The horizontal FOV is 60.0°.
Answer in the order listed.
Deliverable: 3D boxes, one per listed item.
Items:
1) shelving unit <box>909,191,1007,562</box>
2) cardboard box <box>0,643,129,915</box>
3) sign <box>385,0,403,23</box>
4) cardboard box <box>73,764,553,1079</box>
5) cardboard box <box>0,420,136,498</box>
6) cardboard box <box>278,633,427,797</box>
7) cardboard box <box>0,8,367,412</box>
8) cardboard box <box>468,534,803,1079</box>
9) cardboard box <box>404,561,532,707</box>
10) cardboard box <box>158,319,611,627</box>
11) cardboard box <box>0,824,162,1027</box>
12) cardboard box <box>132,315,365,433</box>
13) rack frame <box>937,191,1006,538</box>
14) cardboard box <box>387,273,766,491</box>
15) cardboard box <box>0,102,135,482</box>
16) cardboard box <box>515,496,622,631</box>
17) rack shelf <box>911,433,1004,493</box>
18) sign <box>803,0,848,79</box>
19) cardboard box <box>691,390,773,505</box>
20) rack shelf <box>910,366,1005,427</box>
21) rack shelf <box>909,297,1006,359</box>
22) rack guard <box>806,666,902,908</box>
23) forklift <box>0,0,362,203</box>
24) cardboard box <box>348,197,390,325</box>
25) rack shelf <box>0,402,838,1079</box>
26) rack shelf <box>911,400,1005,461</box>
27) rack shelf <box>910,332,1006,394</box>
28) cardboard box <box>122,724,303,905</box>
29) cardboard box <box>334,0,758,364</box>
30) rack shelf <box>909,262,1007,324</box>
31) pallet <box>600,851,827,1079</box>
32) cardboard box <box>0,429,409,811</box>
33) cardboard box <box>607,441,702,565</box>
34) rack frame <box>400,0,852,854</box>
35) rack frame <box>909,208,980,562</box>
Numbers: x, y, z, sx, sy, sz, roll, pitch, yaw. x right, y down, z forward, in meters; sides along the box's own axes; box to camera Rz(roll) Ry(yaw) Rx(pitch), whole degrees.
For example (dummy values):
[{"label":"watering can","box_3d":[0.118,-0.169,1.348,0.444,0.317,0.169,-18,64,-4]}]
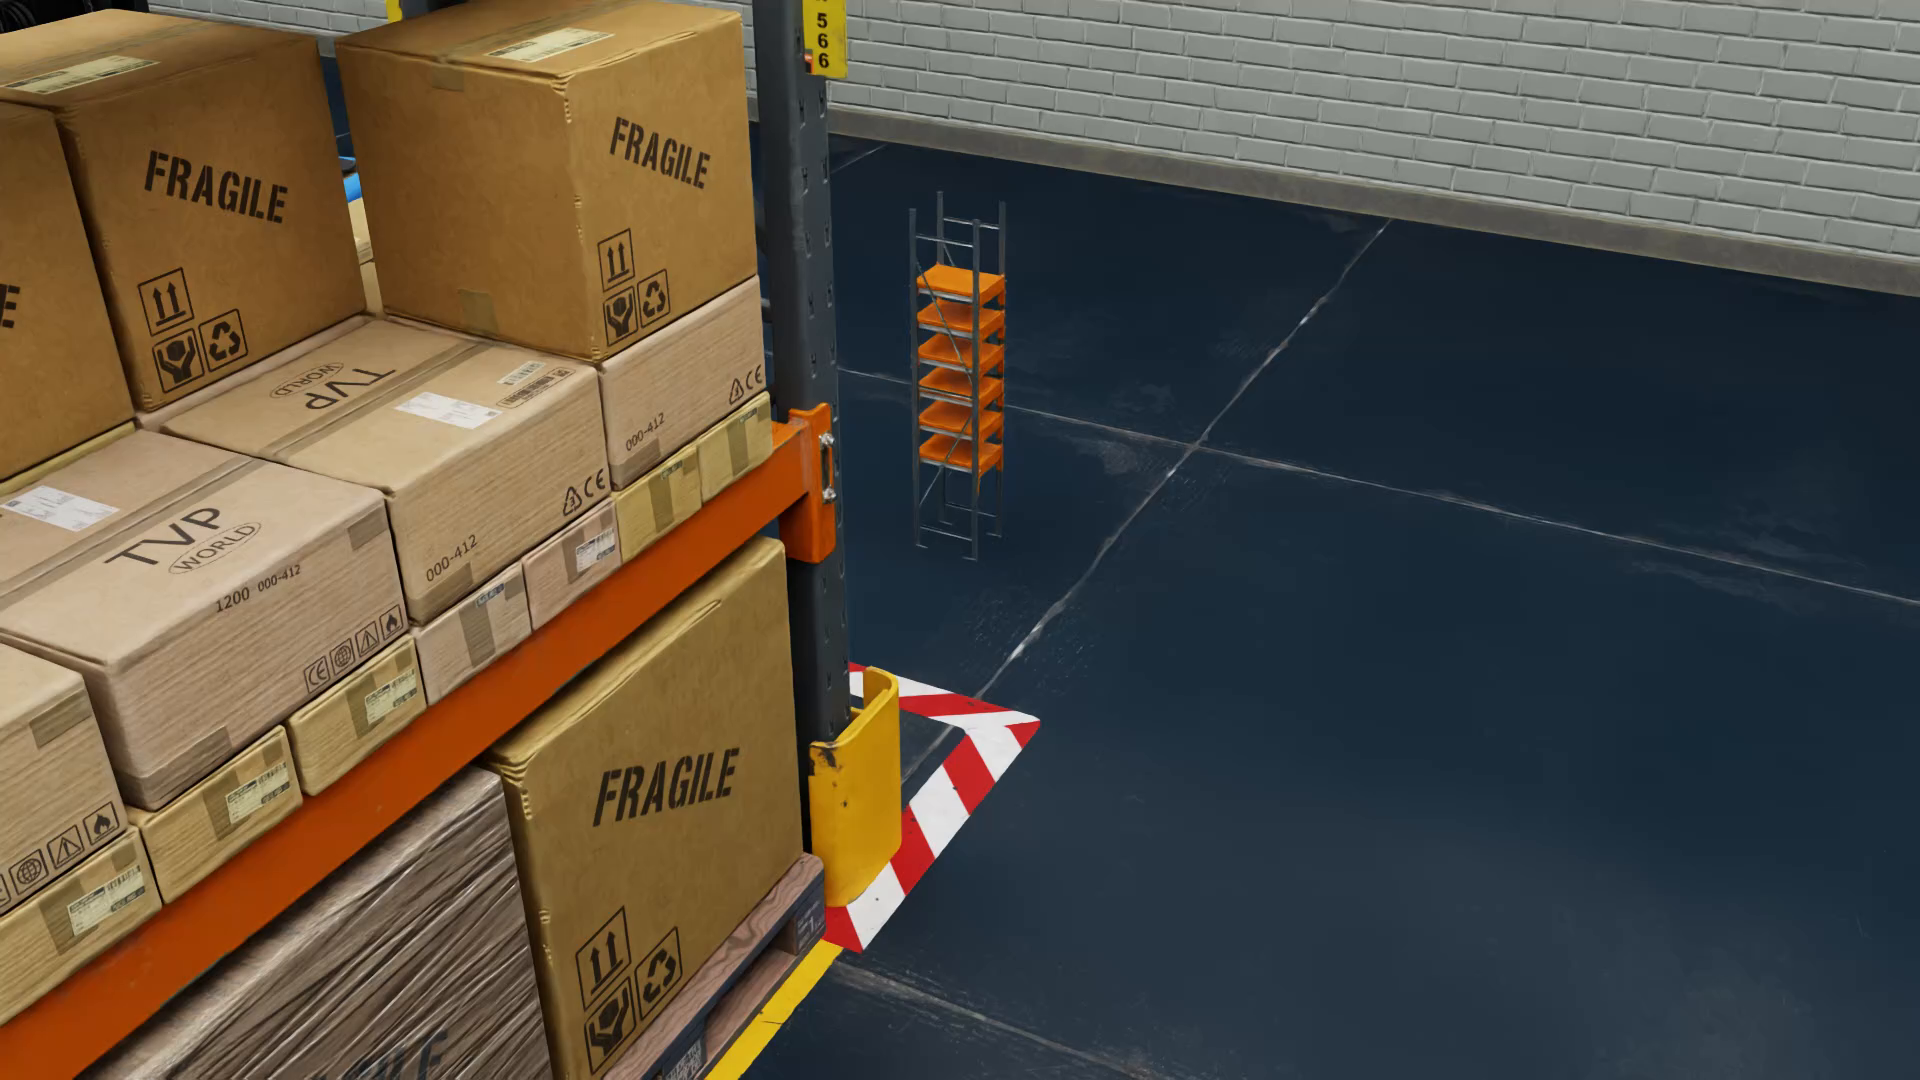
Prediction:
[{"label":"shelving unit","box_3d":[-0.007,-0.514,5.440,0.258,1.200,0.189,14,33,23]},{"label":"cardboard box","box_3d":[-1.421,0.324,2.026,0.500,0.250,0.500,14,33,23]},{"label":"sign","box_3d":[-1.231,-1.108,3.718,0.100,0.325,0.005,14,33,23]},{"label":"cardboard box","box_3d":[-1.374,0.875,2.926,0.875,0.875,0.875,14,33,23]},{"label":"cardboard box","box_3d":[-1.661,-0.028,2.639,0.500,0.250,0.500,13,32,22]},{"label":"cardboard box","box_3d":[-1.072,0.225,2.598,0.380,0.149,0.250,14,33,22]},{"label":"cardboard box","box_3d":[-1.426,-0.586,2.857,0.500,0.500,0.500,13,33,22]},{"label":"cardboard box","box_3d":[-0.960,0.471,3.629,0.875,0.875,0.875,14,33,23]},{"label":"cardboard box","box_3d":[-0.956,0.109,2.800,0.380,0.149,0.250,15,33,24]},{"label":"cardboard box","box_3d":[-0.955,-0.134,2.823,0.500,0.250,0.500,14,33,22]},{"label":"cardboard box","box_3d":[-1.305,0.449,2.207,0.380,0.149,0.250,15,33,24]},{"label":"cardboard box","box_3d":[-1.429,-0.250,3.025,0.500,0.250,0.500,14,33,23]},{"label":"rack frame","box_3d":[0.035,-0.554,5.511,0.240,1.200,0.006,14,33,23]},{"label":"cardboard box","box_3d":[-0.724,-0.359,3.214,0.500,0.250,0.500,14,33,23]},{"label":"cardboard box","box_3d":[-1.657,-0.355,2.454,0.500,0.500,0.500,13,32,22]},{"label":"cardboard box","box_3d":[-0.841,-0.001,2.992,0.380,0.149,0.250,14,33,23]},{"label":"rack shelf","box_3d":[-0.007,-0.267,5.582,0.258,0.103,0.180,14,33,23]},{"label":"sign","box_3d":[-0.262,-1.045,3.157,0.100,0.325,0.005,14,33,23]},{"label":"cardboard box","box_3d":[-0.608,-0.228,3.387,0.380,0.149,0.250,15,33,24]},{"label":"rack shelf","box_3d":[-0.007,-0.475,5.462,0.258,0.103,0.180,14,33,23]},{"label":"rack shelf","box_3d":[-0.007,-0.683,5.343,0.258,0.103,0.180,14,33,23]},{"label":"rack guard","box_3d":[-0.728,0.504,4.371,1.175,0.500,0.348,14,33,23]},{"label":"forklift","box_3d":[-3.595,-1.618,5.624,3.031,2.935,1.130,6,30,9]},{"label":"cardboard box","box_3d":[-1.198,-0.482,3.429,0.500,0.250,0.500,13,32,22]},{"label":"rack shelf","box_3d":[-1.650,0.629,2.365,1.077,0.370,4.000,14,33,23]},{"label":"rack shelf","box_3d":[-0.007,-0.371,5.522,0.258,0.103,0.180,14,33,23]},{"label":"rack shelf","box_3d":[-0.007,-0.579,5.402,0.258,0.103,0.180,14,33,23]},{"label":"cardboard box","box_3d":[-1.190,0.340,2.398,0.380,0.149,0.250,14,33,23]},{"label":"cardboard box","box_3d":[-0.727,-0.683,3.026,0.500,0.500,0.500,15,33,24]},{"label":"rack shelf","box_3d":[-0.007,-0.788,5.283,0.258,0.103,0.180,14,33,23]},{"label":"pallet","box_3d":[-1.034,1.012,3.776,1.003,0.211,1.213,14,33,23]},{"label":"cardboard box","box_3d":[-1.187,0.092,2.430,0.500,0.250,0.500,13,32,22]},{"label":"cardboard box","box_3d":[-0.725,-0.113,3.186,0.380,0.149,0.250,15,33,24]},{"label":"rack frame","box_3d":[-0.739,-0.570,3.730,1.000,3.000,0.127,14,33,23]},{"label":"rack frame","box_3d":[-0.048,-0.473,5.369,0.240,1.200,0.006,14,33,23]}]
